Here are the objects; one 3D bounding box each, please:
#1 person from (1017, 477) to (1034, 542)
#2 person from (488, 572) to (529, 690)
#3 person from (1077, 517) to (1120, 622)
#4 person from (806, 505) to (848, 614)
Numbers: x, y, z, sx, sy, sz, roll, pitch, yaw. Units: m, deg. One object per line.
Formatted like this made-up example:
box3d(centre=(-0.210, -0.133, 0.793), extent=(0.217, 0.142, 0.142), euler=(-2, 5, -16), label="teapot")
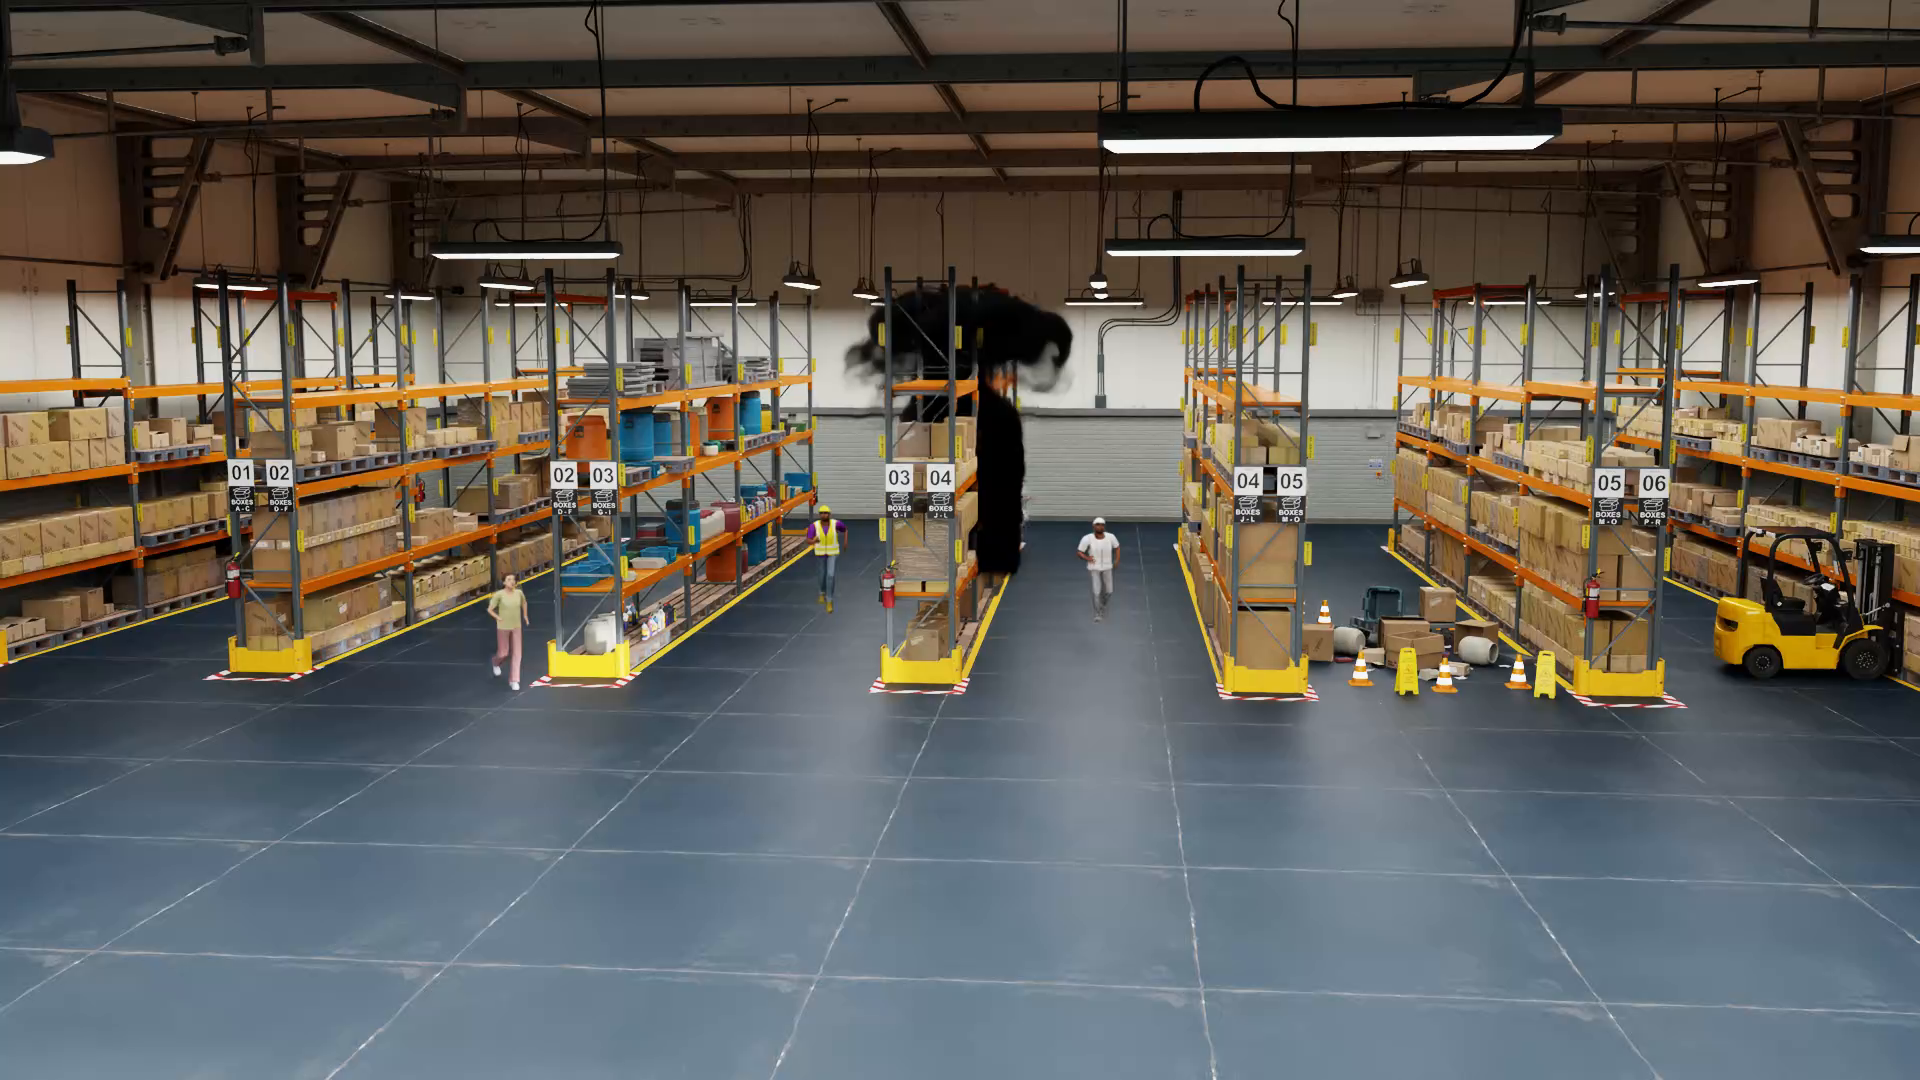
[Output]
box3d(centre=(1.481, -0.767, 41.115), extent=(0.724, 1.592, 0.553), euler=(4, 8, 31), label="person")
box3d(centre=(-6.493, 1.278, 23.983), extent=(0.604, 1.660, 0.901), euler=(-4, 8, -33), label="person")
box3d(centre=(2.337, 0.497, 27.678), extent=(0.770, 1.751, 0.495), euler=(-1, 7, -8), label="person")
box3d(centre=(-2.334, 0.311, 29.190), extent=(0.710, 1.863, 0.852), euler=(0, 7, 0), label="person")
